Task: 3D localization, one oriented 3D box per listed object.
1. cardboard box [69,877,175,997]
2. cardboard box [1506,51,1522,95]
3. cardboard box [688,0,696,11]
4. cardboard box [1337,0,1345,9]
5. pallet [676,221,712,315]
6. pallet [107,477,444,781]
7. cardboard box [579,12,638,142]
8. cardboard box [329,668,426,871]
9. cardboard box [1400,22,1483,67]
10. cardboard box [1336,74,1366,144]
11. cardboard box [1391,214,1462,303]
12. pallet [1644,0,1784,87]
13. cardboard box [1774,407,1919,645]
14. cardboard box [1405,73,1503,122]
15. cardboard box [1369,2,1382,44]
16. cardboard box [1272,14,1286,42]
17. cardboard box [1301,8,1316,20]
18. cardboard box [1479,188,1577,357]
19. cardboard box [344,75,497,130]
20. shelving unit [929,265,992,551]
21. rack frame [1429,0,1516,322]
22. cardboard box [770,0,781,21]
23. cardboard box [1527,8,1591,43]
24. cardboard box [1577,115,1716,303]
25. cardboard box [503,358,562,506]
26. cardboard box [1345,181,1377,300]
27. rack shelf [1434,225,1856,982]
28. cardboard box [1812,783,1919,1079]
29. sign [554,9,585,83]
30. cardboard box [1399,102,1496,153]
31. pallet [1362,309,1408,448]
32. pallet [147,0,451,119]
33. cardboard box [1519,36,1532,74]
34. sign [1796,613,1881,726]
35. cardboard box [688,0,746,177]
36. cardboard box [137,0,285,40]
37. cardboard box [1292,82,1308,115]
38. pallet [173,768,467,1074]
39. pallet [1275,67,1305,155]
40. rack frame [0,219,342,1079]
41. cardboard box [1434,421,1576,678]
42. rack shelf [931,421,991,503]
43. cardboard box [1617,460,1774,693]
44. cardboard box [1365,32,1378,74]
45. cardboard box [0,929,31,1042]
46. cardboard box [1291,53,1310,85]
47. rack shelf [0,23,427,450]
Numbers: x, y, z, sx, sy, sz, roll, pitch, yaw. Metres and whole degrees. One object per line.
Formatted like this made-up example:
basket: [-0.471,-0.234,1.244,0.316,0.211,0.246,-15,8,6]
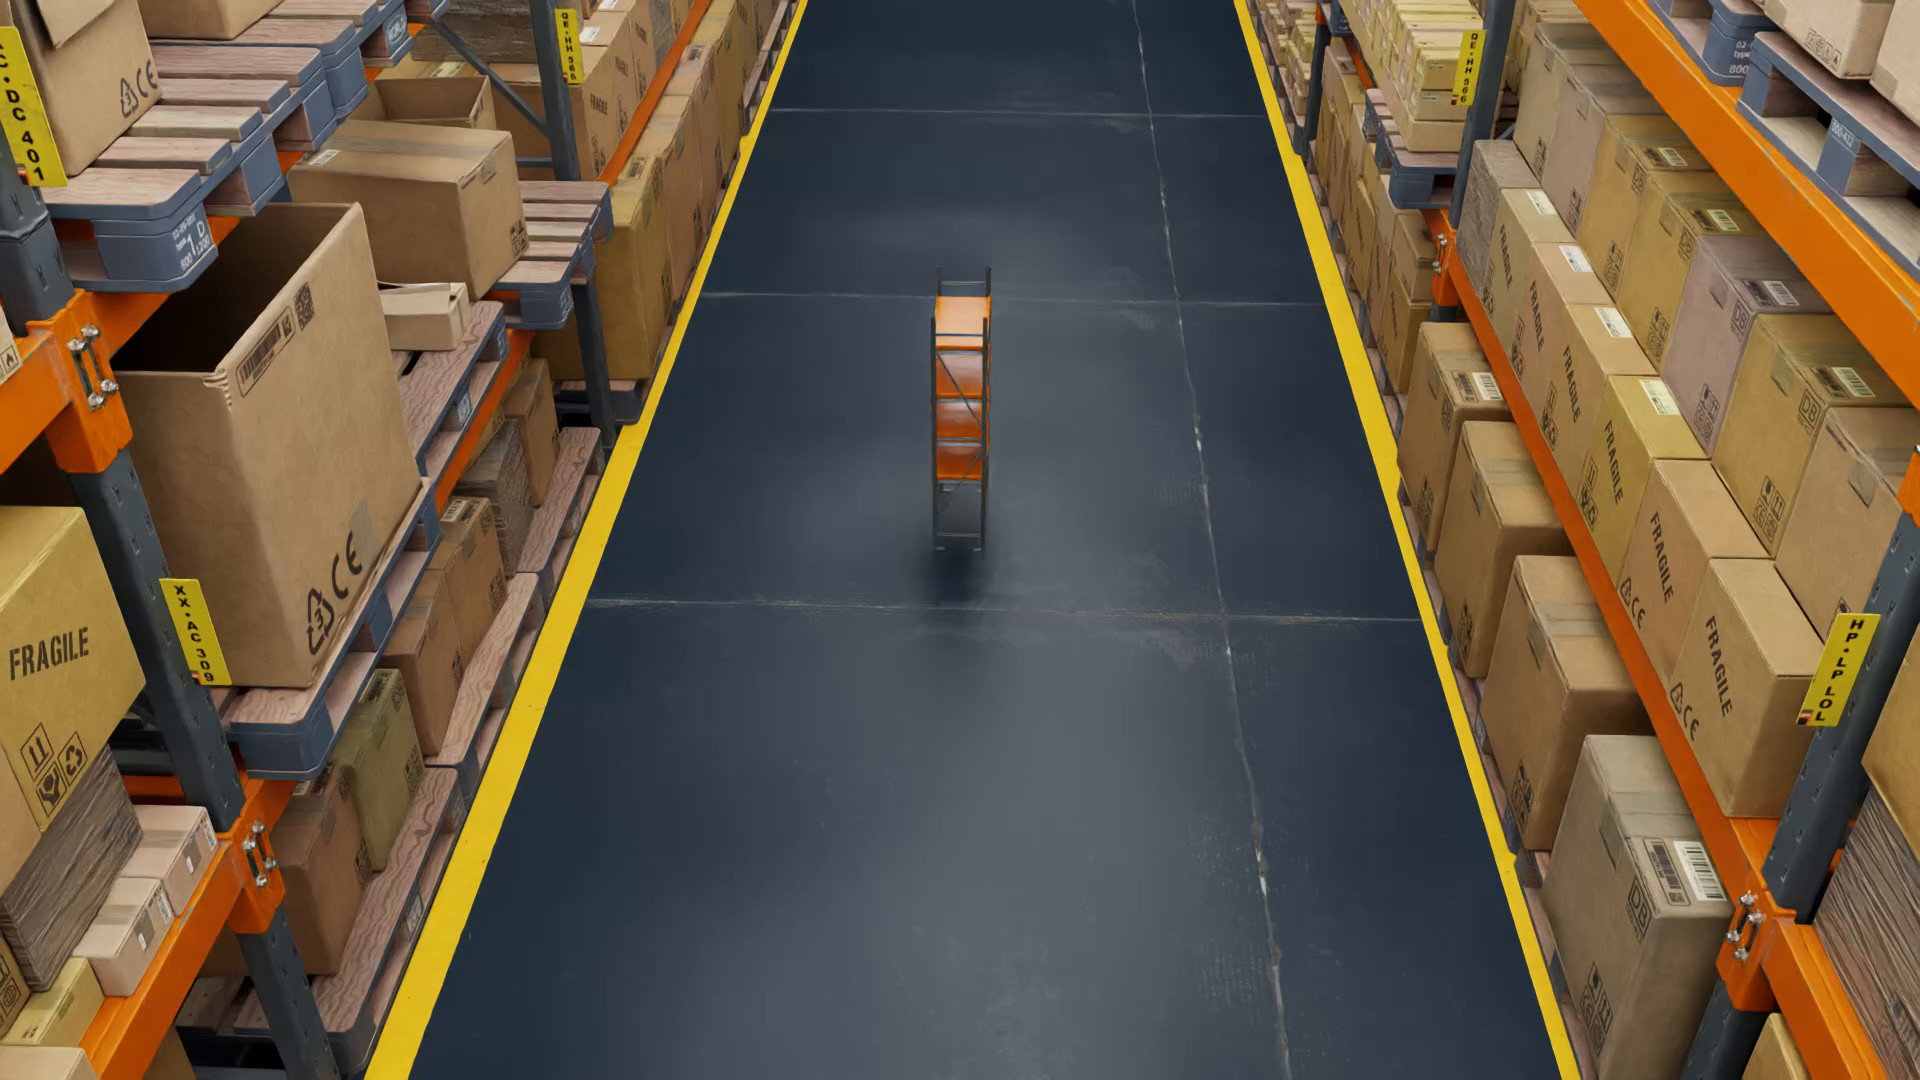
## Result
cardboard box: [-2.147,0.950,4.007,0.380,0.149,0.250,1,35,2]
cardboard box: [2.950,-2.337,8.320,0.380,0.149,0.250,3,35,4]
cardboard box: [-1.864,-3.504,10.040,0.500,0.500,0.500,2,35,3]
cardboard box: [2.345,-3.110,9.419,0.380,0.149,0.250,0,35,0]
pallet: [-2.093,-1.734,10.033,1.003,0.211,1.213,1,35,2]
pallet: [-2.236,0.217,5.000,1.003,0.211,1.213,1,35,2]
cardboard box: [-1.942,-2.334,8.376,0.500,0.500,0.500,0,35,1]
cardboard box: [-2.328,0.791,5.808,0.700,0.500,0.500,1,35,2]
cardboard box: [2.274,-2.300,7.750,0.380,0.149,0.250,1,35,1]
cardboard box: [2.548,-2.581,9.971,0.500,0.250,0.500,2,35,3]
cardboard box: [2.466,-1.407,8.299,0.500,0.250,0.500,1,35,1]
pallet: [2.685,-1.688,5.099,1.003,0.211,1.213,3,35,4]
cardboard box: [2.554,0.011,4.169,0.700,0.500,0.500,1,35,1]
cardboard box: [2.265,-2.037,7.634,0.380,0.149,0.250,2,35,3]
cardboard box: [2.305,-2.628,8.475,0.380,0.149,0.250,1,35,2]
cardboard box: [2.632,-3.971,12.905,0.380,0.149,0.250,1,35,2]
cardboard box: [2.677,-3.747,12.070,0.380,0.149,0.250,2,35,3]
cardboard box: [2.395,-1.049,6.546,0.500,0.500,0.500,1,35,1]
cardboard box: [-2.233,-1.626,7.002,0.500,0.500,0.500,-3,35,-4]
shelving unit: [0.007,-0.586,7.540,0.258,1.200,0.503,1,35,2]
rack frame: [2.700,-1.552,7.349,1.000,3.000,0.127,1,35,2]
cardboard box: [-1.913,-4.731,13.355,0.875,0.875,0.875,1,35,2]
cardboard box: [2.935,-2.420,7.921,0.380,0.149,0.250,1,35,2]
cardboard box: [2.635,-1.159,5.833,0.700,0.500,0.500,1,35,1]
cardboard box: [-2.259,-0.496,7.639,0.700,0.500,0.500,0,35,-1]
cardboard box: [2.495,-1.687,9.351,0.500,0.500,0.500,0,35,0]
rack shelf: [2.620,-0.108,5.921,1.077,0.370,4.000,1,35,2]
cardboard box: [2.537,0.897,3.734,0.875,0.550,0.550,1,35,2]
sign: [-1.709,-2.158,7.274,0.100,0.325,0.005,1,35,2]
cardboard box: [2.261,-1.915,7.719,0.380,0.149,0.250,2,35,3]
pallet: [2.733,-0.860,8.790,1.003,0.211,1.213,1,35,2]
pallet: [-2.243,-1.525,4.865,1.213,0.211,1.003,1,35,2]
cardboard box: [2.937,-2.325,8.044,0.380,0.149,0.250,0,35,0]
sign: [1.997,0.298,3.779,0.100,0.325,0.005,1,35,2]
cardboard box: [-2.097,-2.957,10.831,1.225,0.875,0.875,1,35,2]
cardboard box: [-2.258,-1.677,4.463,0.797,0.503,0.637,3,35,4]
cardboard box: [2.536,-3.088,11.650,0.380,0.149,0.250,2,35,2]
pallet: [-2.383,1.267,5.763,1.003,0.211,1.213,1,35,2]
pallet: [2.853,-3.096,11.971,1.003,0.211,1.213,1,35,2]
rack frame: [-2.412,0.574,4.325,1.000,3.000,0.127,1,35,2]
cardboard box: [2.554,0.047,6.666,1.050,0.750,0.750,2,35,3]
rack shelf: [0.007,-0.368,7.693,0.258,0.148,0.480,1,35,2]
cardboard box: [2.314,0.109,4.899,0.500,0.500,0.500,1,35,1]
cardboard box: [2.305,-2.503,8.556,0.380,0.149,0.250,0,35,0]
cardboard box: [-2.547,0.955,3.437,0.875,0.500,0.500,1,35,2]
cardboard box: [2.554,-3.321,11.722,0.380,0.149,0.250,0,35,0]
rack shelf: [-2.332,-1.508,5.304,1.077,0.370,4.000,1,35,2]
